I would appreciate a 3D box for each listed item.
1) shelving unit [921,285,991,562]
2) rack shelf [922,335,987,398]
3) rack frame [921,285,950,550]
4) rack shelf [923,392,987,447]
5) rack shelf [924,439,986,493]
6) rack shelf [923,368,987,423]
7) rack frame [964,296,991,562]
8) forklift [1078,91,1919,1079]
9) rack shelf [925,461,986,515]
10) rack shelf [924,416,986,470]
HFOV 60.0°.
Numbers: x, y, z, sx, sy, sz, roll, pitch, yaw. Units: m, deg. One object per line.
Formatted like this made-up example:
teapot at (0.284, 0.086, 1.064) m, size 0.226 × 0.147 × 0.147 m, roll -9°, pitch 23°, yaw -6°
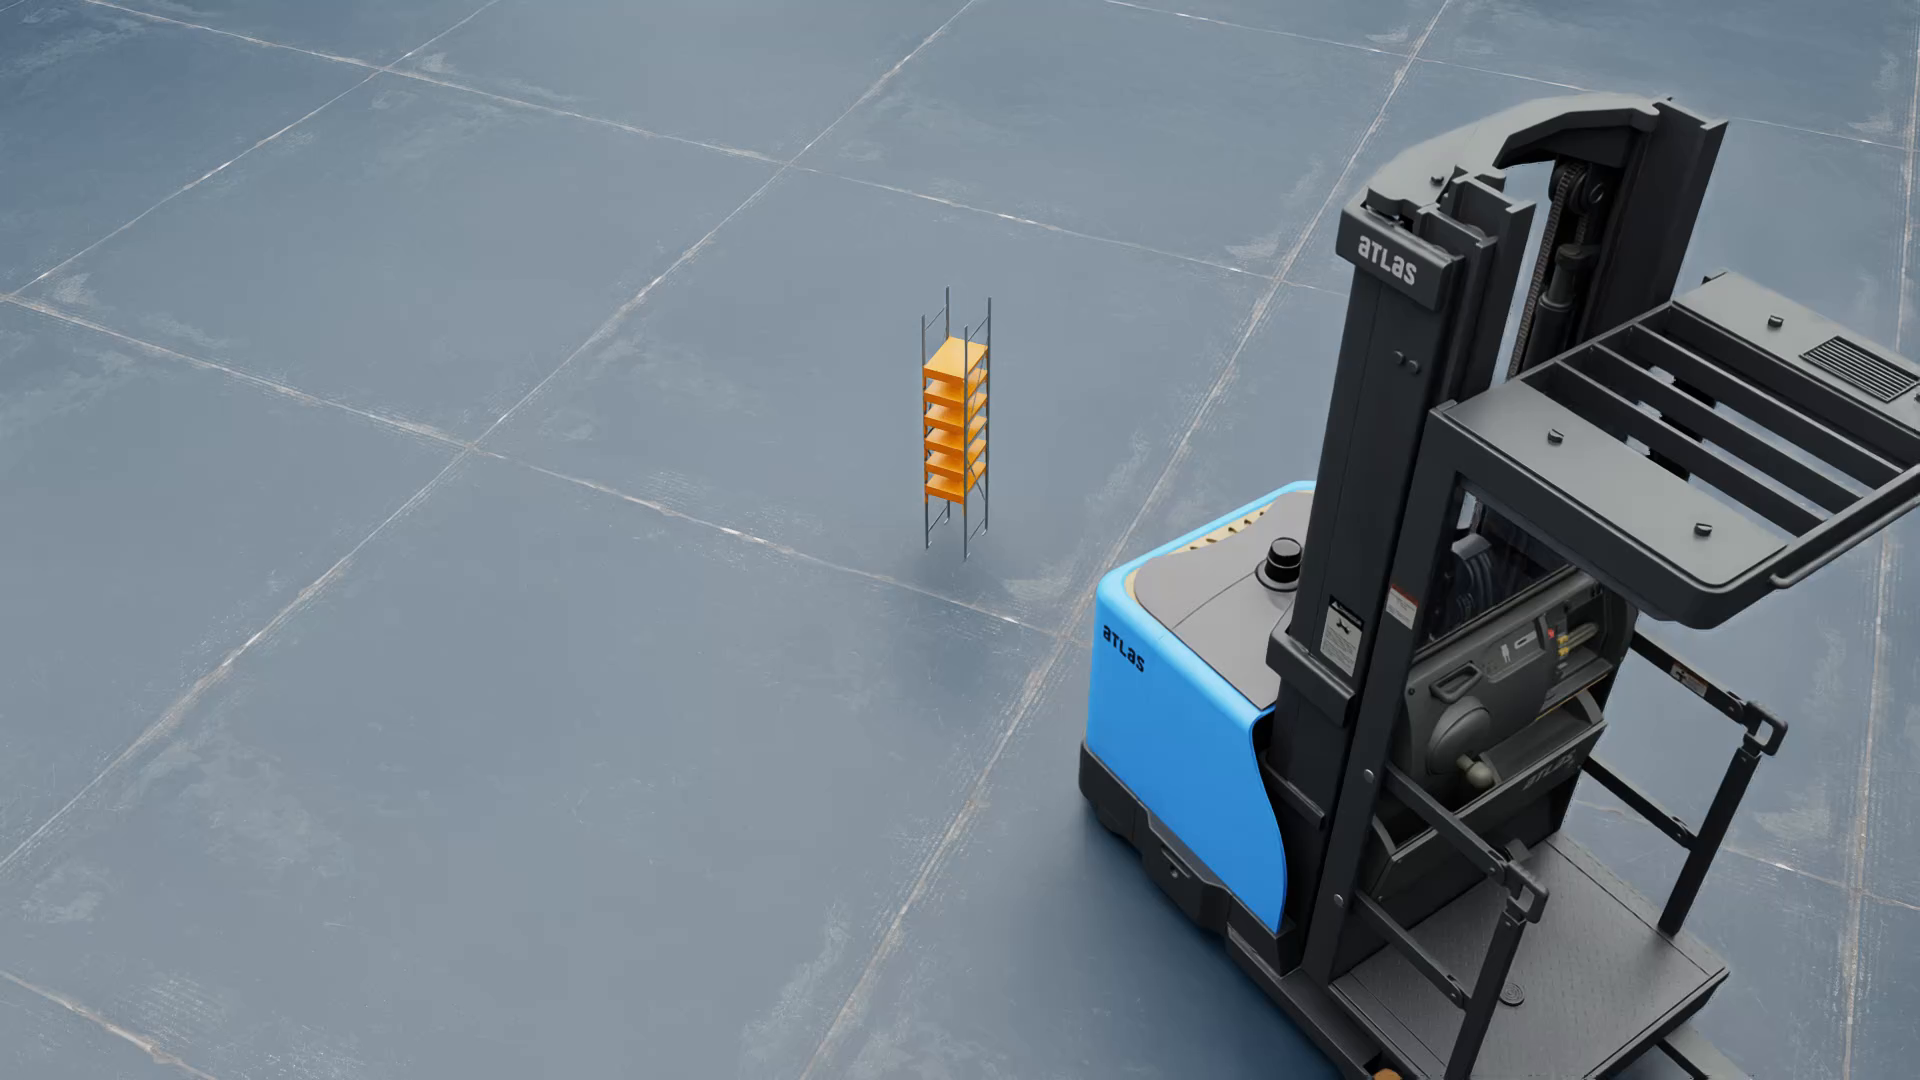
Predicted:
shelving unit at (-0.013, -0.457, 6.862) m, size 0.189 × 1.200 × 0.258 m, roll 17°, pitch 44°, yaw 19°
rack shelf at (-0.013, -0.696, 6.655) m, size 0.180 × 0.103 × 0.258 m, roll 17°, pitch 44°, yaw 19°
rack frame at (-0.096, -0.483, 6.891) m, size 0.006 × 1.200 × 0.240 m, roll 17°, pitch 44°, yaw 19°
rack shelf at (-0.013, -0.514, 6.812) m, size 0.180 × 0.103 × 0.258 m, roll 17°, pitch 44°, yaw 19°
rack shelf at (-0.013, -0.333, 6.969) m, size 0.180 × 0.103 × 0.258 m, roll 17°, pitch 44°, yaw 19°
rack shelf at (-0.013, -0.605, 6.734) m, size 0.180 × 0.103 × 0.258 m, roll 17°, pitch 44°, yaw 19°
rack frame at (0.070, -0.432, 6.832) m, size 0.006 × 1.200 × 0.240 m, roll 17°, pitch 44°, yaw 19°
forklift at (1.689, 0.441, 4.503) m, size 1.130 × 2.935 × 3.031 m, roll -25°, pitch 47°, yaw -26°
rack shelf at (-0.013, -0.242, 7.048) m, size 0.180 × 0.103 × 0.258 m, roll 17°, pitch 44°, yaw 19°
rack shelf at (-0.013, -0.424, 6.891) m, size 0.180 × 0.103 × 0.258 m, roll 17°, pitch 44°, yaw 19°
